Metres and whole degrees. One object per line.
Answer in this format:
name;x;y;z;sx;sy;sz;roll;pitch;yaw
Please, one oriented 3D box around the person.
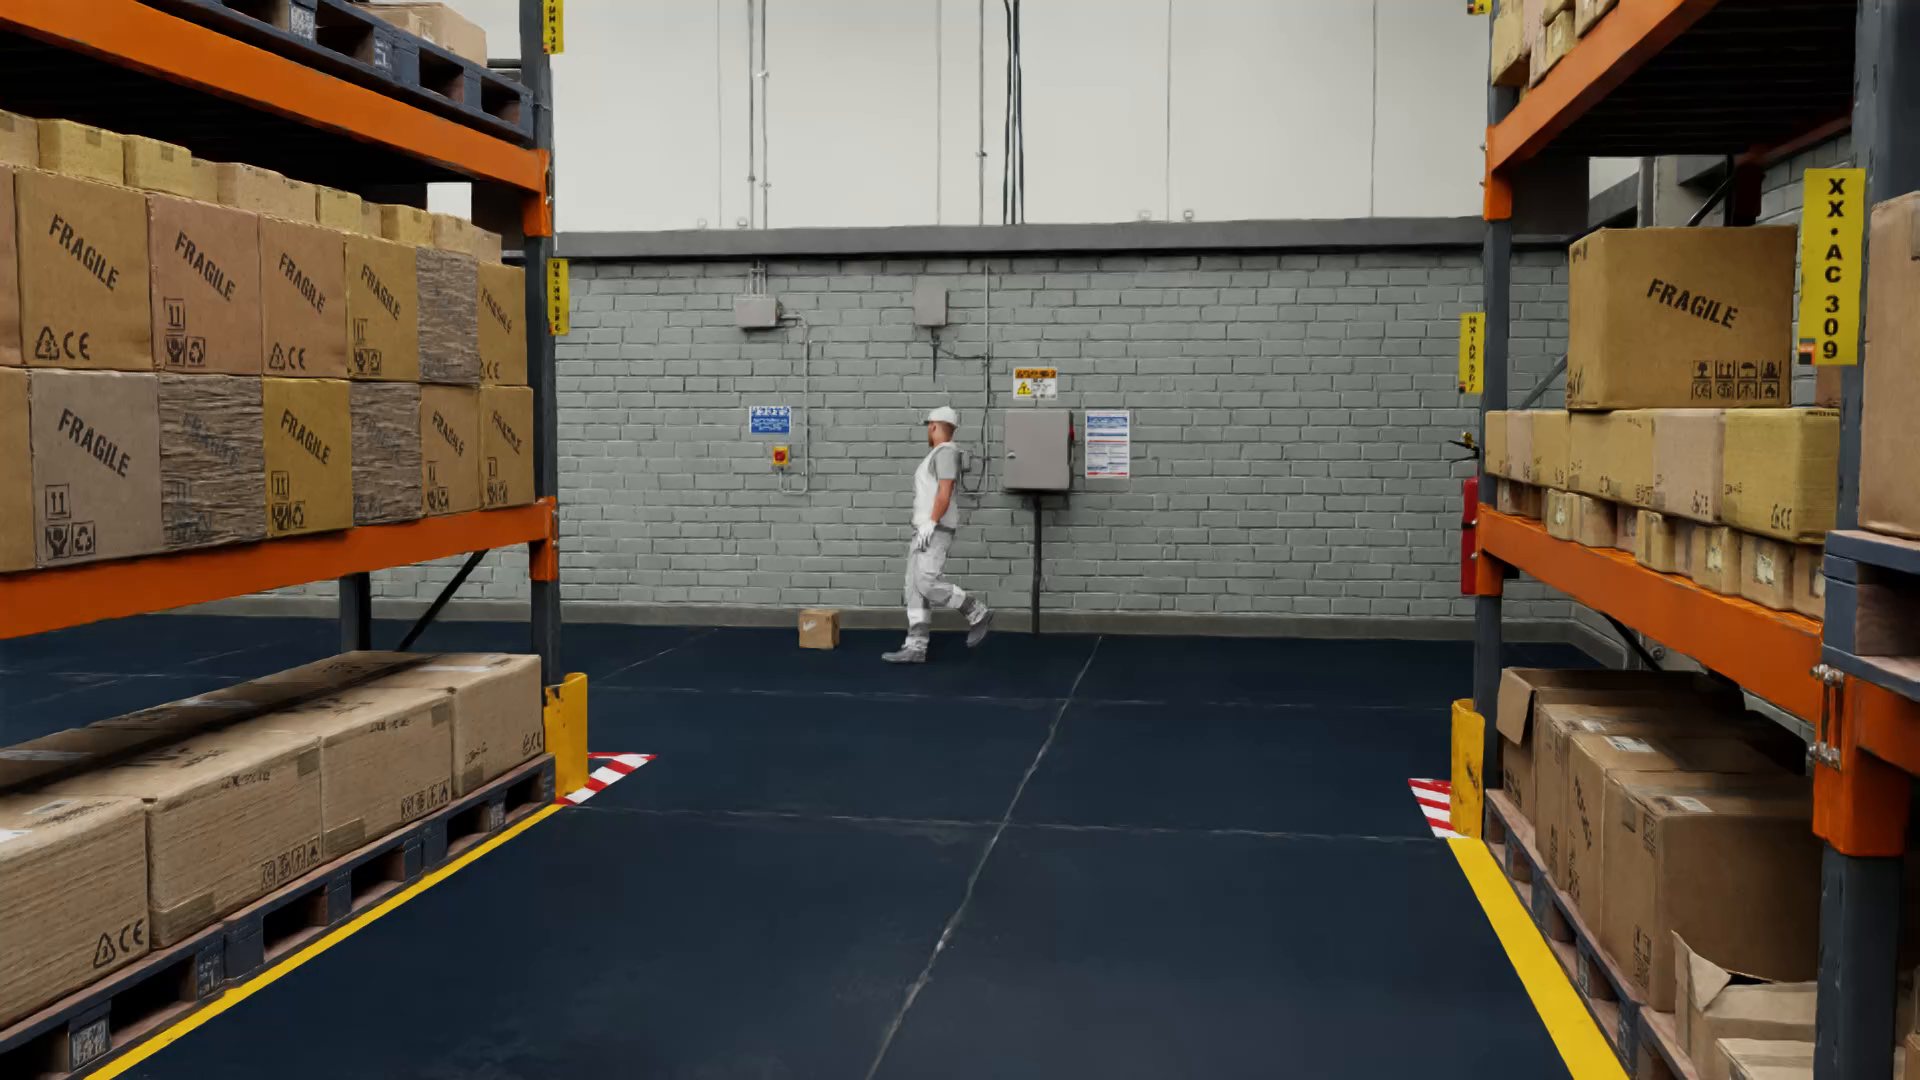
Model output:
person;-0.171;-0.047;11.390;0.775;1.733;0.616;-1;4;-9
